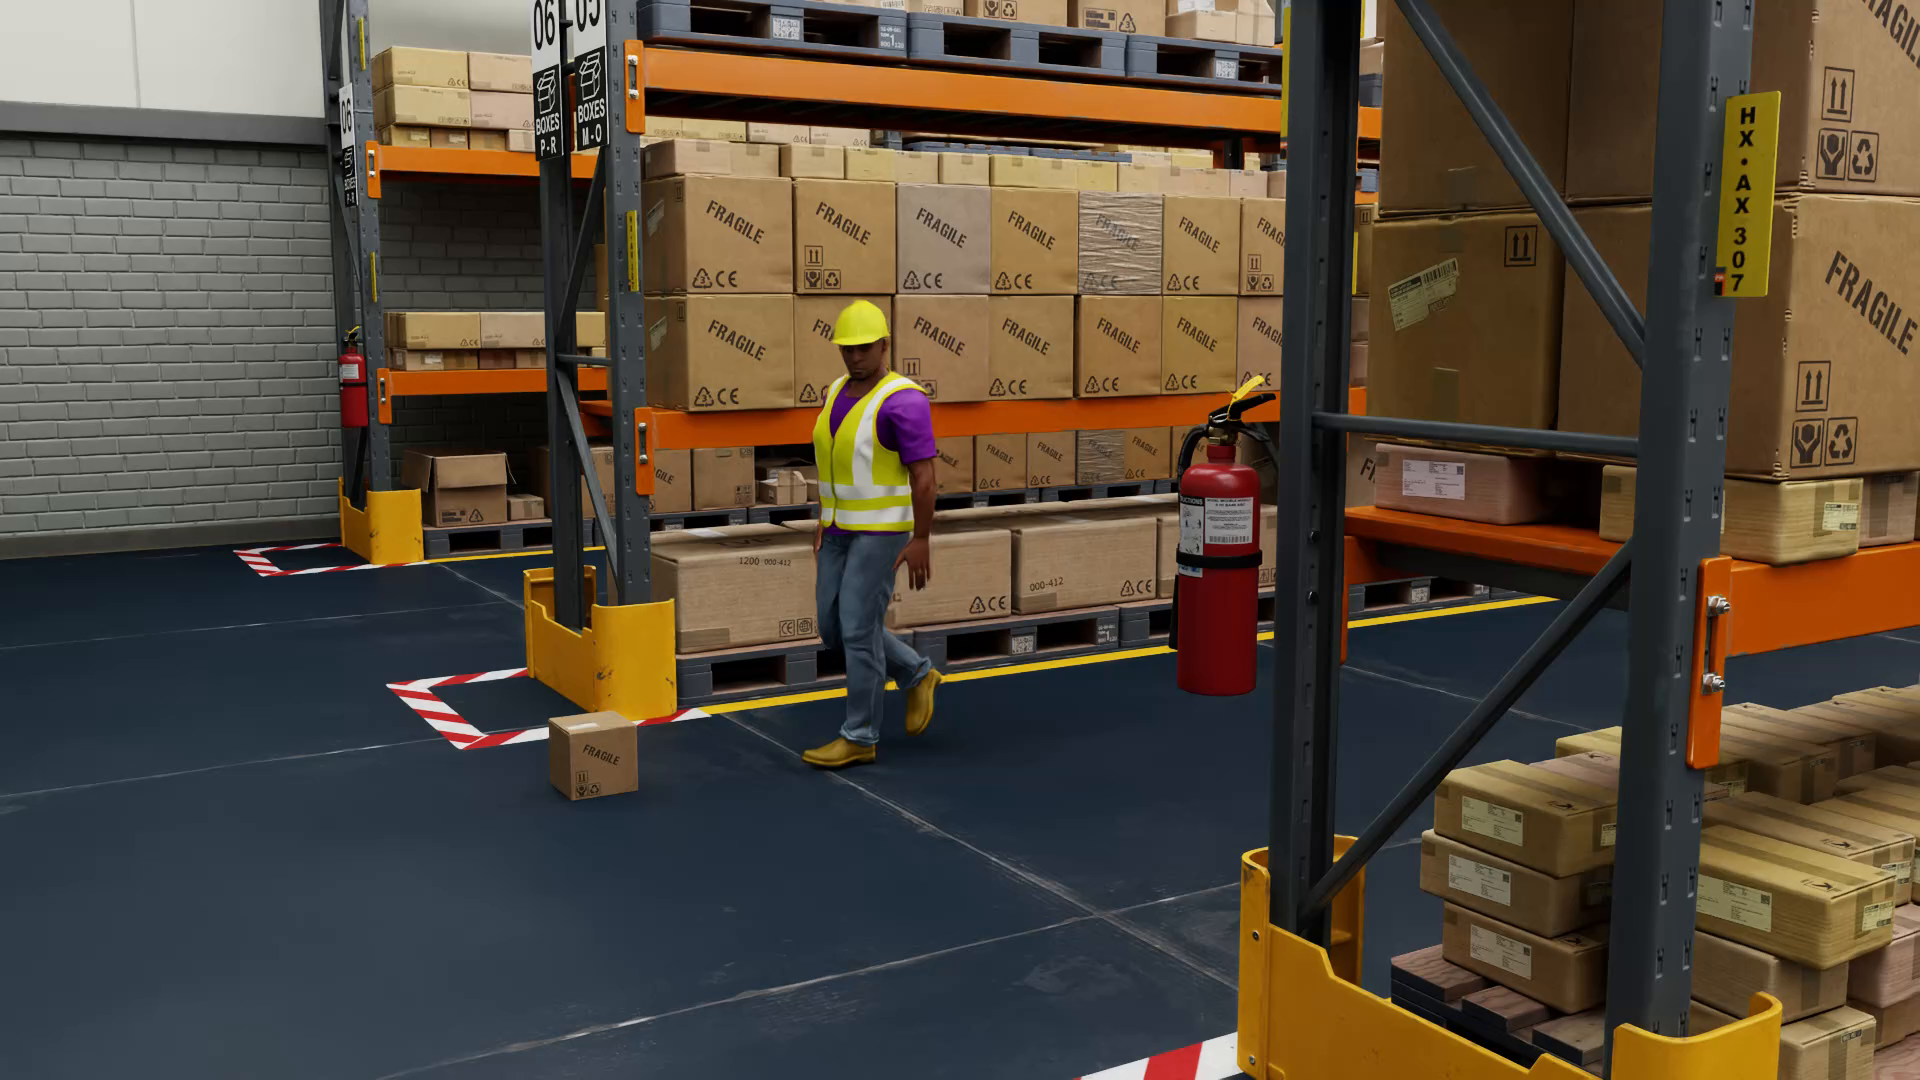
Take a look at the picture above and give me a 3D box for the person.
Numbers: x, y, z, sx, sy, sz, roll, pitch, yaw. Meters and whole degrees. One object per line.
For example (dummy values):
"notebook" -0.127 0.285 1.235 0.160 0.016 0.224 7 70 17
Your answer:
"person" -0.314 -0.032 6.388 0.693 1.763 0.586 -6 10 -35
